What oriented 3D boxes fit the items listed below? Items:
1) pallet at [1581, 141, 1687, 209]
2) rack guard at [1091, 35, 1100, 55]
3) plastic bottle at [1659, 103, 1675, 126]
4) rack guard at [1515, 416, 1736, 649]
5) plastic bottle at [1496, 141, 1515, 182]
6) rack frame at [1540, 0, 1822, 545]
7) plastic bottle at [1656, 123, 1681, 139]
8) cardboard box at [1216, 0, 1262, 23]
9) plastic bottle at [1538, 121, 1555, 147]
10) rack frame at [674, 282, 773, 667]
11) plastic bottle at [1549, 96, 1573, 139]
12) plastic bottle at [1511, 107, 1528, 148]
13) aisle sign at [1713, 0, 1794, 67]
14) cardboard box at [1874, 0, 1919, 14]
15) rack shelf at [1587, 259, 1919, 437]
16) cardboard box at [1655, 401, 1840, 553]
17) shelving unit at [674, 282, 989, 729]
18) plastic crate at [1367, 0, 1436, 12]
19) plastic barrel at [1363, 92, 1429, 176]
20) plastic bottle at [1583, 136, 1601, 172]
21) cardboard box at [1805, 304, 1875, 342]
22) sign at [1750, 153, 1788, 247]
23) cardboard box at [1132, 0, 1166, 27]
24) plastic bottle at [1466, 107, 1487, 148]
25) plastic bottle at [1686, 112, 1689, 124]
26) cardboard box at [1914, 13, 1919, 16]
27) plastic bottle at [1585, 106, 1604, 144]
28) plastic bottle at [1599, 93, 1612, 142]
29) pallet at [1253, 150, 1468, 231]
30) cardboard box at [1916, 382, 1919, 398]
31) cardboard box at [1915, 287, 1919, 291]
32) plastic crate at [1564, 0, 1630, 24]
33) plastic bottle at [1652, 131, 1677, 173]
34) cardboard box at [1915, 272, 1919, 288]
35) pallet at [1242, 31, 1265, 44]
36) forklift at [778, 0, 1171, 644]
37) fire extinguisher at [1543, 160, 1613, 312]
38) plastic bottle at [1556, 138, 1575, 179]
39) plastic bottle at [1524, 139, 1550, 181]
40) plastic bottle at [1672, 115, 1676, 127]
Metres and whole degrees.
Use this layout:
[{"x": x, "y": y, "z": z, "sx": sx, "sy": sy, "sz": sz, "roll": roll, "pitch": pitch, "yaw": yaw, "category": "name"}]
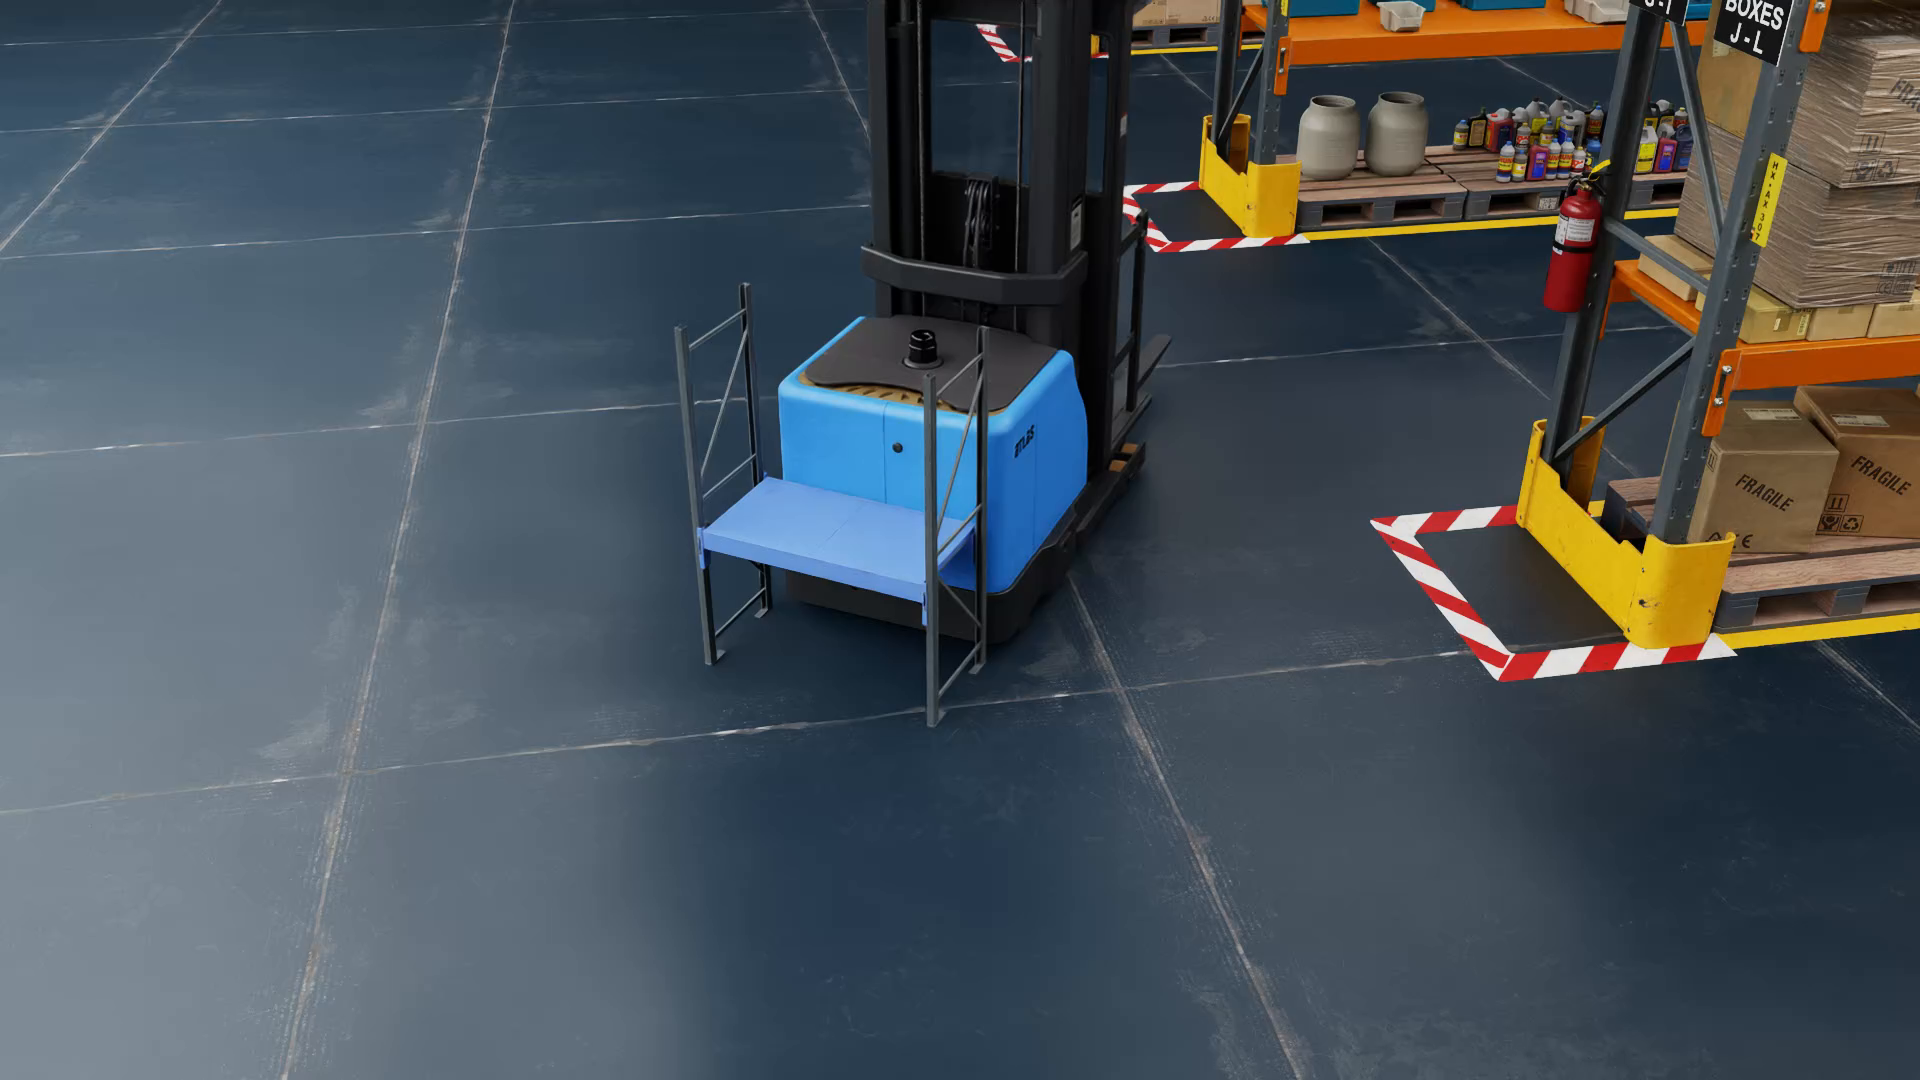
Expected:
[{"x": 5.206, "y": -2.722, "z": 12.171, "sx": 1.213, "sy": 0.211, "sz": 1.003, "roll": -5, "pitch": 31, "yaw": -9, "category": "pallet"}, {"x": 1.028, "y": -4.989, "z": 15.742, "sx": 0.348, "sy": 0.500, "sz": 1.175, "roll": -5, "pitch": 31, "yaw": -9, "category": "rack guard"}, {"x": 5.189, "y": -3.076, "z": 12.268, "sx": 0.133, "sy": 0.283, "sz": 0.061, "roll": -5, "pitch": 31, "yaw": -9, "category": "plastic bottle"}, {"x": 2.907, "y": -0.059, "z": 7.357, "sx": 0.348, "sy": 0.500, "sz": 1.175, "roll": -5, "pitch": 31, "yaw": -9, "category": "rack guard"}, {"x": 3.780, "y": -2.623, "z": 11.509, "sx": 0.097, "sy": 0.271, "sz": 0.097, "roll": 0, "pitch": 30, "yaw": 0, "category": "plastic bottle"}, {"x": 2.832, "y": -1.130, "z": 6.712, "sx": 0.127, "sy": 3.000, "sz": 1.000, "roll": -5, "pitch": 31, "yaw": -9, "category": "rack frame"}, {"x": 5.053, "y": -2.831, "z": 11.859, "sx": 0.135, "sy": 0.276, "sz": 0.152, "roll": -5, "pitch": 31, "yaw": -9, "category": "plastic bottle"}, {"x": 2.602, "y": -5.096, "z": 15.756, "sx": 0.500, "sy": 0.250, "sz": 0.500, "roll": -5, "pitch": 31, "yaw": -9, "category": "cardboard box"}, {"x": 4.284, "y": -2.952, "z": 12.137, "sx": 0.097, "sy": 0.201, "sz": 0.097, "roll": 0, "pitch": 30, "yaw": 0, "category": "plastic bottle"}, {"x": -0.934, "y": -0.243, "z": 6.683, "sx": 0.032, "sy": 1.500, "sz": 0.500, "roll": 13, "pitch": 33, "yaw": 21, "category": "rack frame"}, {"x": 4.402, "y": -3.089, "z": 12.224, "sx": 0.185, "sy": 0.351, "sz": 0.144, "roll": -6, "pitch": 31, "yaw": -9, "category": "plastic bottle"}, {"x": 4.057, "y": -3.023, "z": 12.185, "sx": 0.135, "sy": 0.276, "sz": 0.152, "roll": -6, "pitch": 31, "yaw": -10, "category": "plastic bottle"}, {"x": 2.825, "y": -2.095, "z": 5.789, "sx": 0.004, "sy": 0.787, "sz": 0.394, "roll": -5, "pitch": 31, "yaw": -9, "category": "aisle sign"}, {"x": 3.819, "y": -1.954, "z": 6.735, "sx": 0.500, "sy": 0.500, "sz": 0.500, "roll": -5, "pitch": 31, "yaw": -9, "category": "cardboard box"}, {"x": 4.799, "y": -1.002, "z": 7.205, "sx": 4.000, "sy": 0.370, "sz": 1.077, "roll": -5, "pitch": 31, "yaw": -9, "category": "rack shelf"}, {"x": 3.449, "y": -0.282, "z": 7.322, "sx": 0.500, "sy": 0.500, "sz": 0.500, "roll": 0, "pitch": 30, "yaw": 0, "category": "cardboard box"}, {"x": -0.472, "y": -0.135, "z": 6.500, "sx": 1.048, "sy": 1.500, "sz": 0.538, "roll": 13, "pitch": 33, "yaw": 21, "category": "shelving unit"}, {"x": 3.018, "y": -3.786, "z": 11.377, "sx": 0.408, "sy": 0.251, "sz": 0.499, "roll": -5, "pitch": 31, "yaw": -9, "category": "plastic crate"}, {"x": 3.067, "y": -2.852, "z": 11.681, "sx": 0.421, "sy": 0.512, "sz": 0.421, "roll": 0, "pitch": 30, "yaw": 0, "category": "plastic barrel"}, {"x": 4.414, "y": -2.682, "z": 11.609, "sx": 0.097, "sy": 0.271, "sz": 0.097, "roll": 0, "pitch": 30, "yaw": 0, "category": "plastic bottle"}, {"x": 3.405, "y": -0.942, "z": 6.640, "sx": 0.250, "sy": 0.149, "sz": 0.380, "roll": -5, "pitch": 31, "yaw": -9, "category": "cardboard box"}, {"x": 2.930, "y": -1.232, "z": 6.033, "sx": 0.005, "sy": 0.325, "sz": 0.100, "roll": -5, "pitch": 31, "yaw": -9, "category": "sign"}, {"x": 1.619, "y": -5.003, "z": 15.598, "sx": 0.500, "sy": 0.250, "sz": 0.500, "roll": -5, "pitch": 31, "yaw": -9, "category": "cardboard box"}, {"x": 3.779, "y": -3.024, "z": 12.179, "sx": 0.133, "sy": 0.283, "sz": 0.061, "roll": -5, "pitch": 31, "yaw": -8, "category": "plastic bottle"}, {"x": 5.482, "y": -3.167, "z": 12.435, "sx": 0.097, "sy": 0.271, "sz": 0.097, "roll": 0, "pitch": 30, "yaw": 0, "category": "plastic bottle"}, {"x": 3.915, "y": -1.689, "z": 6.284, "sx": 0.500, "sy": 0.500, "sz": 0.500, "roll": -5, "pitch": 31, "yaw": -9, "category": "cardboard box"}, {"x": 4.682, "y": -3.062, "z": 12.256, "sx": 0.097, "sy": 0.271, "sz": 0.097, "roll": 0, "pitch": 30, "yaw": 0, "category": "plastic bottle"}, {"x": 4.820, "y": -3.128, "z": 12.290, "sx": 0.185, "sy": 0.351, "sz": 0.144, "roll": -7, "pitch": 31, "yaw": -11, "category": "plastic bottle"}, {"x": 2.806, "y": -2.499, "z": 11.792, "sx": 1.213, "sy": 0.211, "sz": 1.003, "roll": -5, "pitch": 31, "yaw": -9, "category": "pallet"}, {"x": 4.650, "y": -0.401, "z": 7.525, "sx": 0.500, "sy": 0.500, "sz": 0.500, "roll": -3, "pitch": 31, "yaw": -4, "category": "cardboard box"}, {"x": 3.896, "y": -0.990, "z": 6.723, "sx": 0.250, "sy": 0.149, "sz": 0.380, "roll": -5, "pitch": 31, "yaw": -9, "category": "cardboard box"}, {"x": 4.323, "y": -3.576, "z": 11.133, "sx": 0.437, "sy": 0.136, "sz": 0.530, "roll": -5, "pitch": 31, "yaw": -9, "category": "plastic crate"}, {"x": 4.952, "y": -2.727, "z": 11.675, "sx": 0.133, "sy": 0.283, "sz": 0.061, "roll": -3, "pitch": 31, "yaw": -6, "category": "plastic bottle"}, {"x": 3.848, "y": -1.443, "z": 6.853, "sx": 0.500, "sy": 0.500, "sz": 0.875, "roll": -5, "pitch": 31, "yaw": -9, "category": "cardboard box"}, {"x": 2.994, "y": -5.068, "z": 16.160, "sx": 1.213, "sy": 0.211, "sz": 1.003, "roll": -5, "pitch": 31, "yaw": -9, "category": "pallet"}, {"x": 0.279, "y": -1.564, "z": 7.519, "sx": 1.130, "sy": 2.935, "sz": 3.031, "roll": 12, "pitch": 33, "yaw": 19, "category": "forklift"}, {"x": 2.637, "y": -1.316, "z": 7.105, "sx": 0.183, "sy": 0.674, "sz": 0.296, "roll": -5, "pitch": 31, "yaw": -9, "category": "fire extinguisher"}, {"x": 4.215, "y": -2.663, "z": 11.578, "sx": 0.097, "sy": 0.271, "sz": 0.097, "roll": 0, "pitch": 30, "yaw": 0, "category": "plastic bottle"}, {"x": 4.006, "y": -2.640, "z": 11.526, "sx": 0.133, "sy": 0.283, "sz": 0.061, "roll": -5, "pitch": 31, "yaw": -8, "category": "plastic bottle"}, {"x": 5.282, "y": -3.119, "z": 12.421, "sx": 0.097, "sy": 0.201, "sz": 0.097, "roll": 0, "pitch": 30, "yaw": 0, "category": "plastic bottle"}]
